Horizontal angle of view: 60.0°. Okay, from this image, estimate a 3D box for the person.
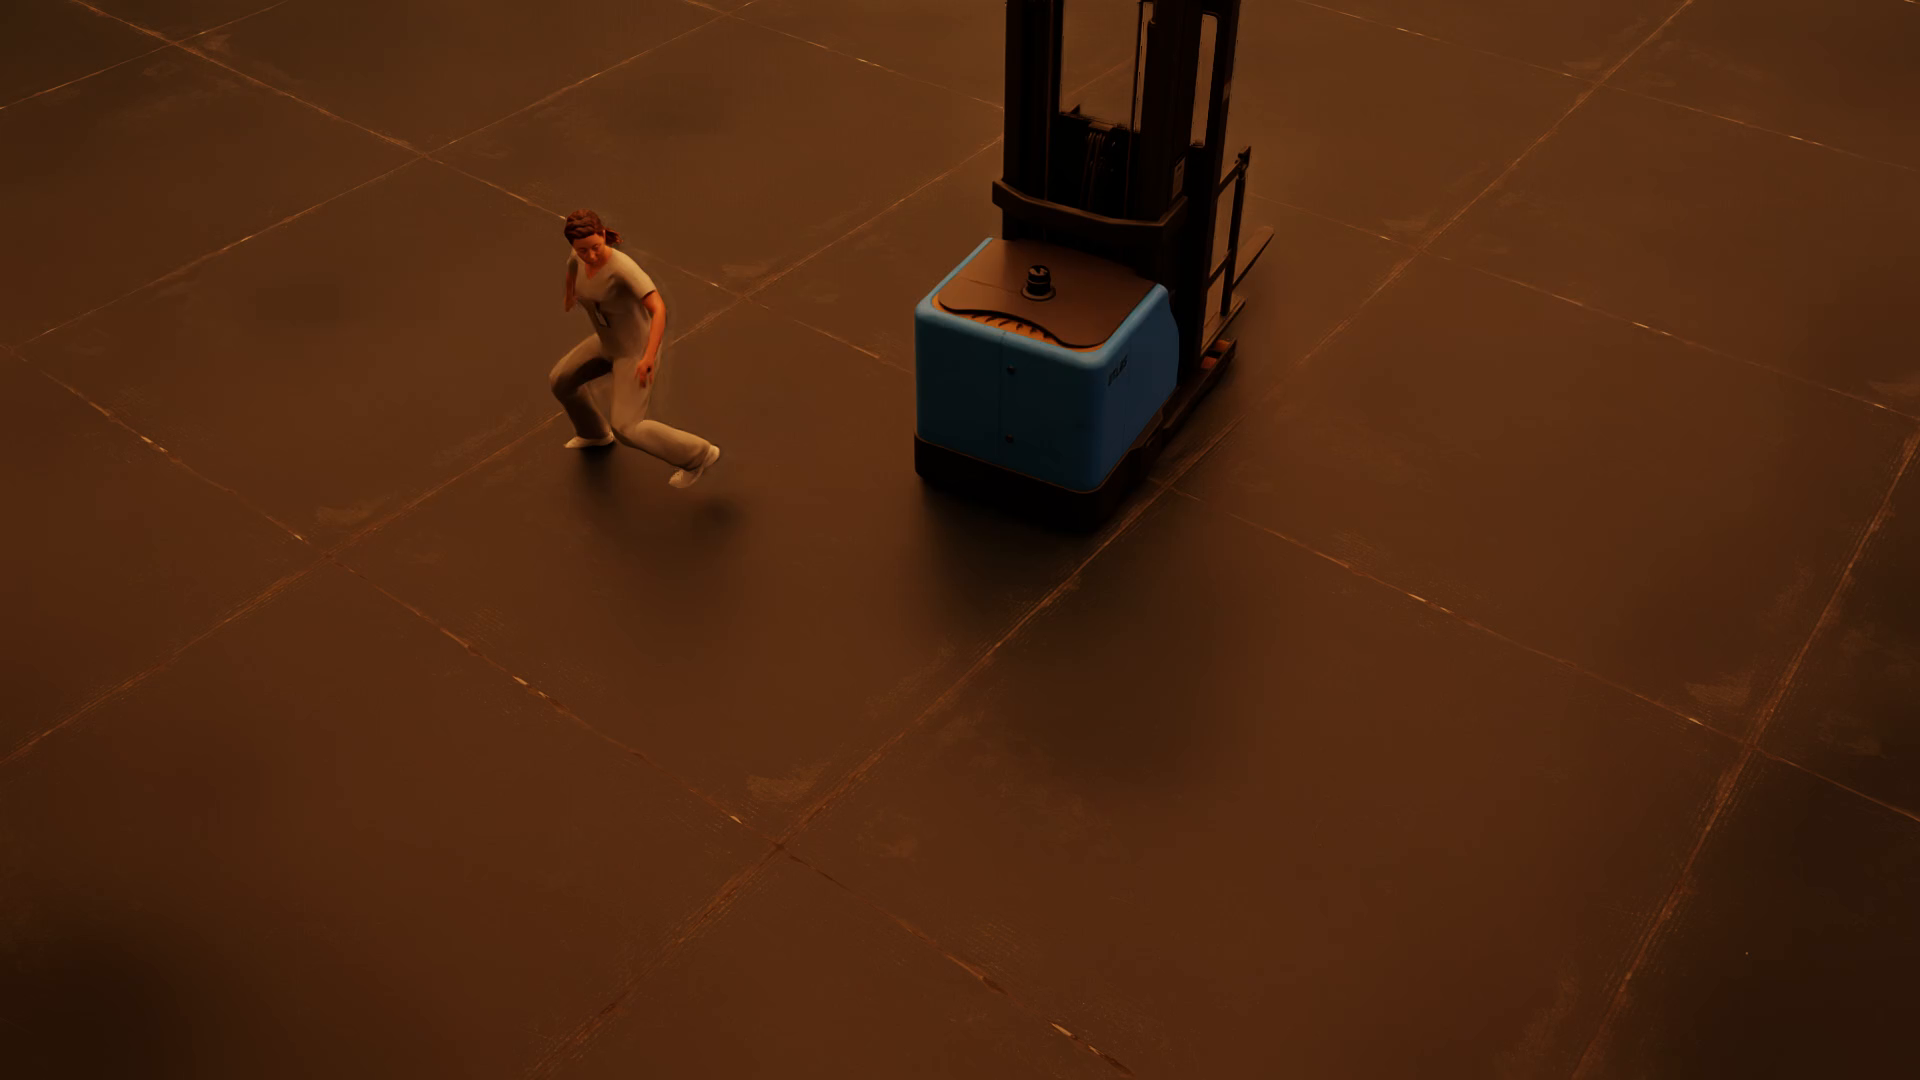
[{"bbox_3d":[-1.747,-0.973,8.354,0.507,1.559,1.059,-30,49,-30],"label":"person"}]

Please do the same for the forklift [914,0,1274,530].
[{"bbox_3d":[0.915,-2.108,8.546,1.130,2.935,3.031,20,44,21],"label":"forklift"}]
